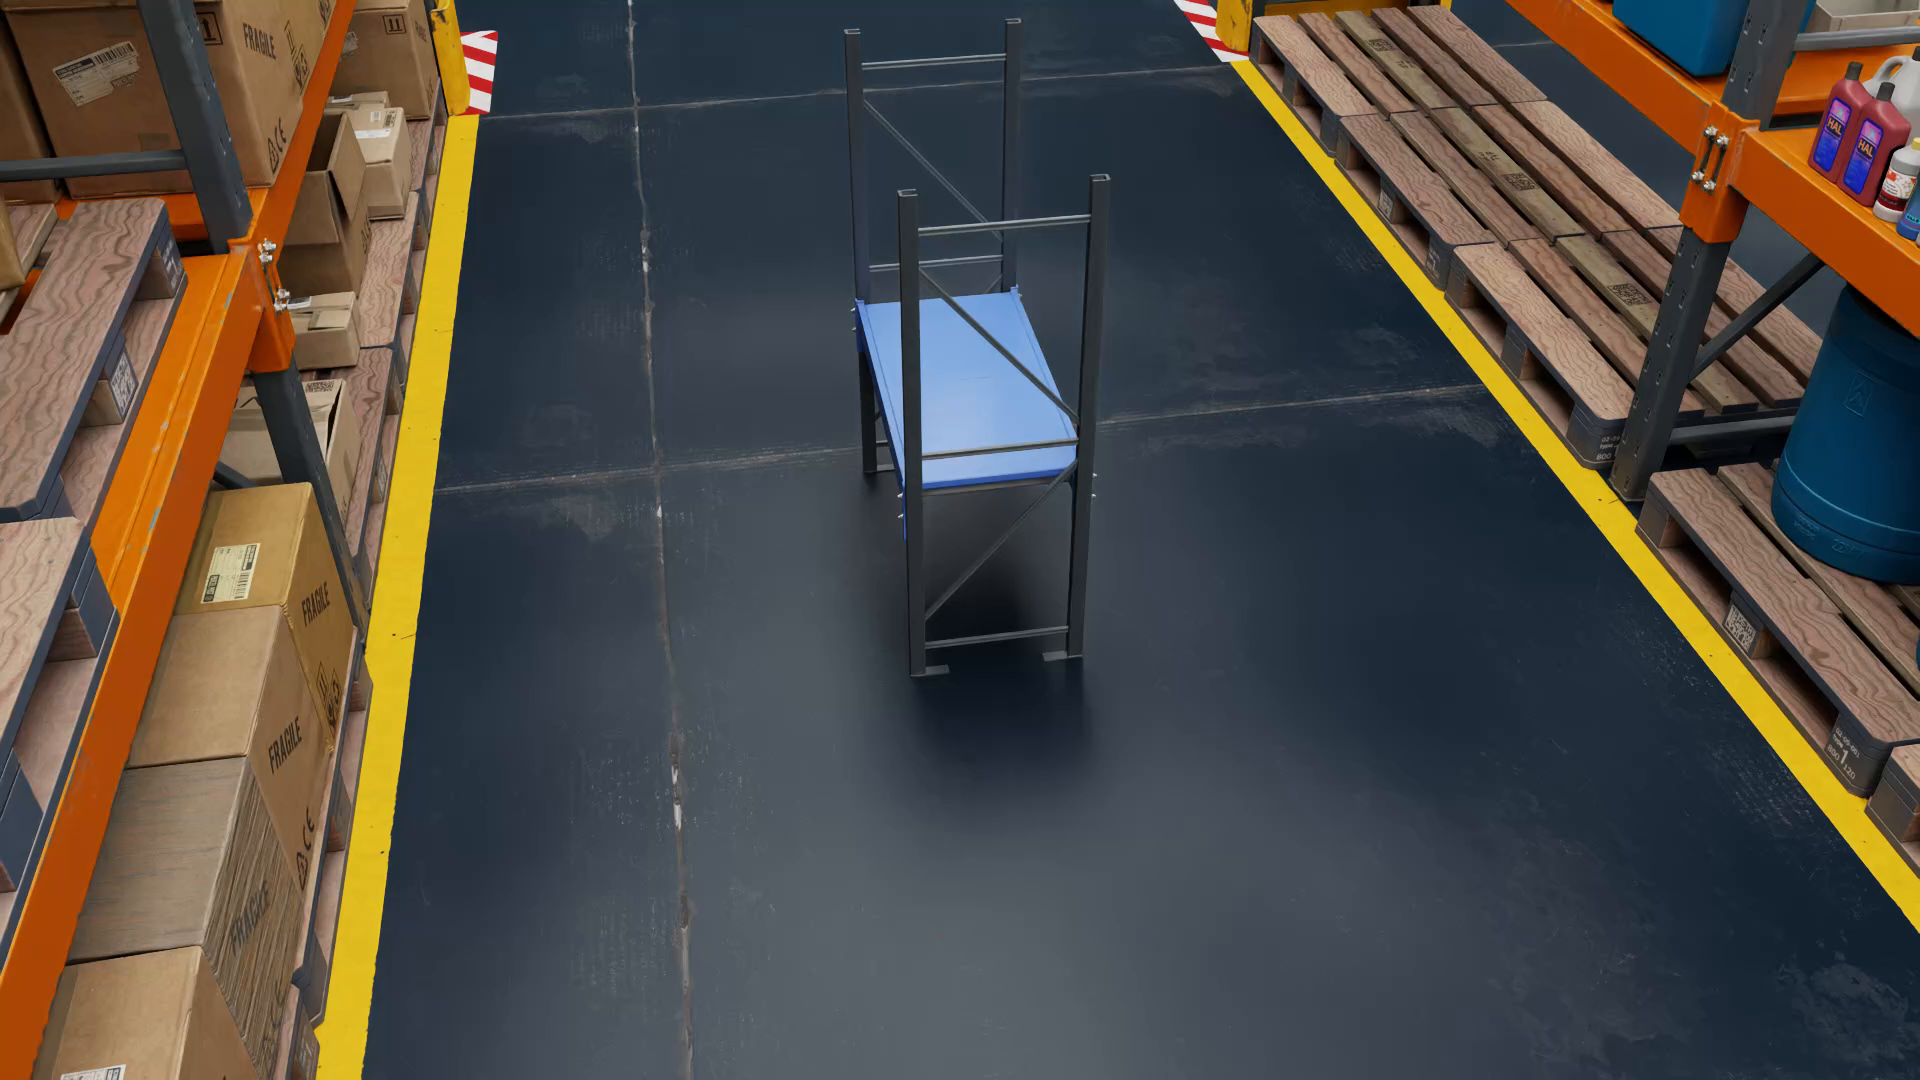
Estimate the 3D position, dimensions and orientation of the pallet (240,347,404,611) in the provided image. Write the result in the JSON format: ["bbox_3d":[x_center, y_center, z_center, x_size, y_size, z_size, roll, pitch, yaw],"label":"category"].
[{"bbox_3d":[-2.357,-0.172,5.300,1.003,0.211,1.213,-6,38,-8],"label":"pallet"}]

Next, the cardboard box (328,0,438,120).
[{"bbox_3d":[-2.601,-2.160,7.264,0.500,0.500,0.500,-6,38,-8],"label":"cardboard box"}]

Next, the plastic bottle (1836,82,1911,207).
[{"bbox_3d":[2.308,-0.995,4.181,0.061,0.283,0.133,-6,38,-8],"label":"plastic bottle"}]

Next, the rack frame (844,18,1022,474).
[{"bbox_3d":[-0.074,-0.848,5.119,0.500,1.500,0.032,-6,38,-8],"label":"rack frame"}]

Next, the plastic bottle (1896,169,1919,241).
[{"bbox_3d":[2.363,-0.864,4.022,0.097,0.271,0.097,0,38,0],"label":"plastic bottle"}]

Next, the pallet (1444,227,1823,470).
[{"bbox_3d":[2.473,-0.728,6.015,1.003,0.211,1.213,-6,38,-8],"label":"pallet"}]

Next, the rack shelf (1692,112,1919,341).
[{"bbox_3d":[2.991,0.103,3.259,1.077,0.370,4.000,-6,38,-8],"label":"rack shelf"}]

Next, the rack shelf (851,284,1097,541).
[{"bbox_3d":[0.015,-0.399,4.834,0.538,0.185,1.000,-6,38,-8],"label":"rack shelf"}]

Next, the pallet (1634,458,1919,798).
[{"bbox_3d":[2.734,0.182,4.843,1.003,0.211,1.213,-6,38,-8],"label":"pallet"}]

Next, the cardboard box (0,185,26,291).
[{"bbox_3d":[-2.374,-0.754,3.352,0.700,0.500,0.500,-19,42,-23],"label":"cardboard box"}]

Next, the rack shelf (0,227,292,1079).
[{"bbox_3d":[-1.886,0.633,2.576,1.077,0.370,4.000,-6,38,-8],"label":"rack shelf"}]

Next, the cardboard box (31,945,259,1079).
[{"bbox_3d":[-1.611,1.131,3.028,0.500,0.500,0.500,-7,38,-9],"label":"cardboard box"}]

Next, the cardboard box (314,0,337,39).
[{"bbox_3d":[-2.237,-1.847,5.101,0.500,0.500,0.500,-6,38,-8],"label":"cardboard box"}]

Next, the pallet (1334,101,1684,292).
[{"bbox_3d":[2.256,-1.467,6.966,1.003,0.211,1.213,-6,38,-8],"label":"pallet"}]

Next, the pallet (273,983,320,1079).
[{"bbox_3d":[-1.840,1.468,3.188,1.003,0.211,1.213,-6,38,-8],"label":"pallet"}]

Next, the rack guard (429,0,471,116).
[{"bbox_3d":[-2.925,-2.242,7.728,1.175,0.500,0.348,-6,38,-8],"label":"rack guard"}]

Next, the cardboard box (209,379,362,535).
[{"bbox_3d":[-2.098,-0.248,4.957,0.500,0.311,0.500,-6,38,-8],"label":"cardboard box"}]

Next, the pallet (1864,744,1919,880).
[{"bbox_3d":[2.952,0.921,3.893,1.003,0.211,1.213,-6,38,-8],"label":"pallet"}]

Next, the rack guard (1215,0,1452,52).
[{"bbox_3d":[1.922,-2.831,8.487,1.175,0.500,0.348,-6,38,-8],"label":"rack guard"}]

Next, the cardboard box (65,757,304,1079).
[{"bbox_3d":[-1.703,0.824,3.423,0.500,0.500,0.500,-6,38,-7],"label":"cardboard box"}]

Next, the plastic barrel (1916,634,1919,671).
[{"bbox_3d":[2.843,0.032,4.132,0.600,0.901,0.708,-6,38,-8],"label":"plastic barrel"}]

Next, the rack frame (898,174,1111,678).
[{"bbox_3d":[0.104,-0.234,4.328,0.500,1.500,0.032,-6,38,-8],"label":"rack frame"}]

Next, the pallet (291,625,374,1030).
[{"bbox_3d":[-2.057,0.730,4.139,1.003,0.211,1.213,-6,38,-8],"label":"pallet"}]

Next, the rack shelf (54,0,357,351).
[{"bbox_3d":[-2.588,-1.783,5.686,1.077,0.370,4.000,-6,38,-8],"label":"rack shelf"}]

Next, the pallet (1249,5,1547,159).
[{"bbox_3d":[2.045,-2.202,7.912,1.003,0.211,1.213,-6,38,-8],"label":"pallet"}]

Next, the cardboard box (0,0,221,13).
[{"bbox_3d":[-2.043,-1.608,3.978,0.500,0.500,0.500,-5,38,-7],"label":"cardboard box"}]

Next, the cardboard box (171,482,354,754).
[{"bbox_3d":[-1.868,0.222,4.198,0.500,0.500,0.500,-6,38,-8],"label":"cardboard box"}]

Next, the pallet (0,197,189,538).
[{"bbox_3d":[-2.204,-0.289,3.333,1.003,0.211,1.213,-6,38,-8],"label":"pallet"}]

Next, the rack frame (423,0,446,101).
[{"bbox_3d":[-2.938,-3.275,7.020,1.000,3.000,0.127,-6,38,-8],"label":"rack frame"}]

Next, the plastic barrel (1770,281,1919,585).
[{"bbox_3d":[2.719,-0.396,4.683,0.600,0.901,0.708,-6,38,-8],"label":"plastic barrel"}]

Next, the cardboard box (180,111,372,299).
[{"bbox_3d":[-2.572,-1.181,6.001,0.797,0.503,0.637,-6,38,-8],"label":"cardboard box"}]

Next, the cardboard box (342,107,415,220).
[{"bbox_3d":[-2.464,-1.484,6.598,0.500,0.250,0.500,-6,38,-8],"label":"cardboard box"}]

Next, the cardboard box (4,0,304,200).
[{"bbox_3d":[-2.058,-1.235,4.314,0.500,0.500,0.500,-5,38,-7],"label":"cardboard box"}]

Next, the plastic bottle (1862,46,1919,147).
[{"bbox_3d":[2.390,-1.098,4.259,0.144,0.351,0.185,-6,38,-8],"label":"plastic bottle"}]

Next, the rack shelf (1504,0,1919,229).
[{"bbox_3d":[2.290,-2.313,6.369,1.077,0.370,4.000,-6,38,-8],"label":"rack shelf"}]

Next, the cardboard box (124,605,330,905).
[{"bbox_3d":[-1.790,0.521,3.813,0.500,0.500,0.500,-6,38,-8],"label":"cardboard box"}]

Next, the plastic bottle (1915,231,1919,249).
[{"bbox_3d":[2.410,-0.799,3.934,0.152,0.276,0.135,-6,38,-8],"label":"plastic bottle"}]

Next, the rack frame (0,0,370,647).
[{"bbox_3d":[-2.237,-0.859,3.911,1.000,3.000,0.127,-6,38,-8],"label":"rack frame"}]

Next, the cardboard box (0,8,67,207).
[{"bbox_3d":[-2.577,-1.173,4.233,0.500,0.500,0.500,-6,38,-7],"label":"cardboard box"}]

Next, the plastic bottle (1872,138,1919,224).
[{"bbox_3d":[2.346,-0.895,4.119,0.097,0.201,0.097,0,38,0],"label":"plastic bottle"}]

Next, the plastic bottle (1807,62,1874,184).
[{"bbox_3d":[2.284,-1.076,4.285,0.061,0.283,0.133,-6,38,-8],"label":"plastic bottle"}]

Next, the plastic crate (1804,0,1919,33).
[{"bbox_3d":[2.699,-1.605,5.037,0.396,0.136,0.243,-6,38,-8],"label":"plastic crate"}]

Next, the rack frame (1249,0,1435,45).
[{"bbox_3d":[1.939,-3.805,7.703,1.000,3.000,0.127,-6,38,-8],"label":"rack frame"}]

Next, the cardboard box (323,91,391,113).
[{"bbox_3d":[-2.618,-1.773,7.039,0.380,0.166,0.250,-6,38,-8],"label":"cardboard box"}]

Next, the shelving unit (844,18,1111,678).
[{"bbox_3d":[0.015,-0.541,4.724,0.538,1.500,1.048,-6,38,-8],"label":"shelving unit"}]

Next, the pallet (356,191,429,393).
[{"bbox_3d":[-2.574,-0.911,6.251,1.003,0.211,1.213,-6,38,-8],"label":"pallet"}]

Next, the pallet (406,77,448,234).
[{"bbox_3d":[-2.784,-1.646,7.197,1.003,0.211,1.213,-6,38,-8],"label":"pallet"}]

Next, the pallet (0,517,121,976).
[{"bbox_3d":[-1.881,0.459,2.371,1.003,0.211,1.213,-6,38,-8],"label":"pallet"}]

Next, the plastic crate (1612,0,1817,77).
[{"bbox_3d":[2.223,-1.652,4.896,0.392,0.384,0.575,-6,38,-8],"label":"plastic crate"}]

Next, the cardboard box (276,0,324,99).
[{"bbox_3d":[-2.151,-1.544,4.711,0.500,0.500,0.500,-6,38,-7],"label":"cardboard box"}]

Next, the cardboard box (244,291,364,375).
[{"bbox_3d":[-2.259,-0.712,5.672,0.380,0.166,0.250,-6,38,-8],"label":"cardboard box"}]

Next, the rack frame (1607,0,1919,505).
[{"bbox_3d":[2.640,-1.389,4.593,1.000,3.000,0.127,-6,38,-8],"label":"rack frame"}]
